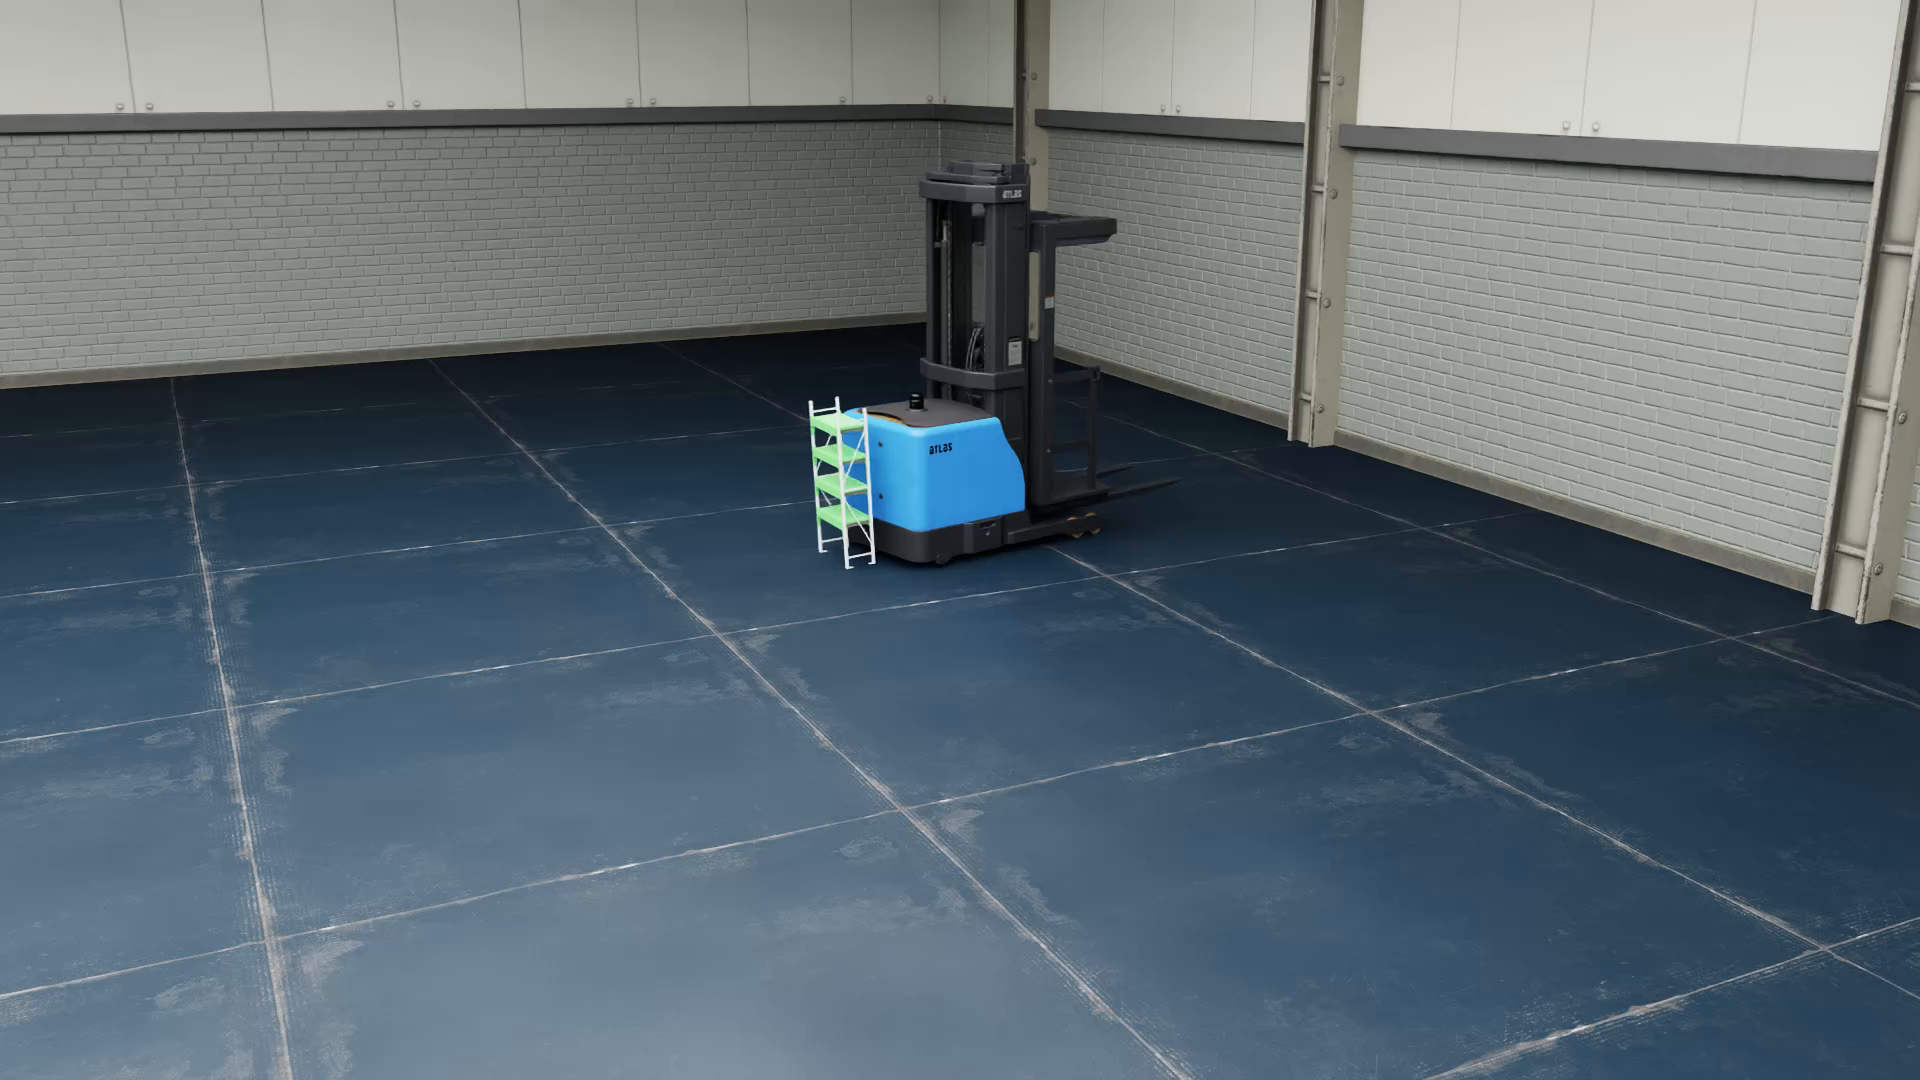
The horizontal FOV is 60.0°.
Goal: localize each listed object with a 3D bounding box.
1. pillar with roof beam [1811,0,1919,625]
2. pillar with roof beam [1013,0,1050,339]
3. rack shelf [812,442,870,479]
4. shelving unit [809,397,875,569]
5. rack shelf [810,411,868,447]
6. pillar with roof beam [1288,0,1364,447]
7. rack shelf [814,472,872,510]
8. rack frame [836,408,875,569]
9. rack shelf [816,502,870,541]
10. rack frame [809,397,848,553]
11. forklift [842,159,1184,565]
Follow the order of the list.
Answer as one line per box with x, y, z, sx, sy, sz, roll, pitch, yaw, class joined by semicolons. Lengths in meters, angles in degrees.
2.285;-3.300;8.436;9.100;9.000;0.400;-8;18;-25;pillar with roof beam
-2.972;-6.275;18.804;9.100;9.000;0.400;-8;18;-25;pillar with roof beam
-0.898;-0.604;12.520;0.258;0.148;0.480;-11;19;-27;rack shelf
-0.891;-0.436;12.572;0.258;1.200;0.503;-11;19;-27;shelving unit
-0.907;-0.833;12.449;0.258;0.148;0.480;-11;19;-27;rack shelf
-0.344;-4.788;13.620;9.100;9.000;0.400;-8;18;-25;pillar with roof beam
-0.888;-0.375;12.591;0.258;0.148;0.480;-11;19;-27;rack shelf
-0.774;-0.377;12.366;0.240;1.200;0.015;-11;19;-27;rack frame
-0.879;-0.146;12.662;0.258;0.148;0.480;-11;19;-27;rack shelf
-1.007;-0.495;12.778;0.240;1.200;0.015;-11;19;-27;rack frame
0.538;-1.532;13.276;3.031;2.935;1.130;-13;20;-37;forklift
